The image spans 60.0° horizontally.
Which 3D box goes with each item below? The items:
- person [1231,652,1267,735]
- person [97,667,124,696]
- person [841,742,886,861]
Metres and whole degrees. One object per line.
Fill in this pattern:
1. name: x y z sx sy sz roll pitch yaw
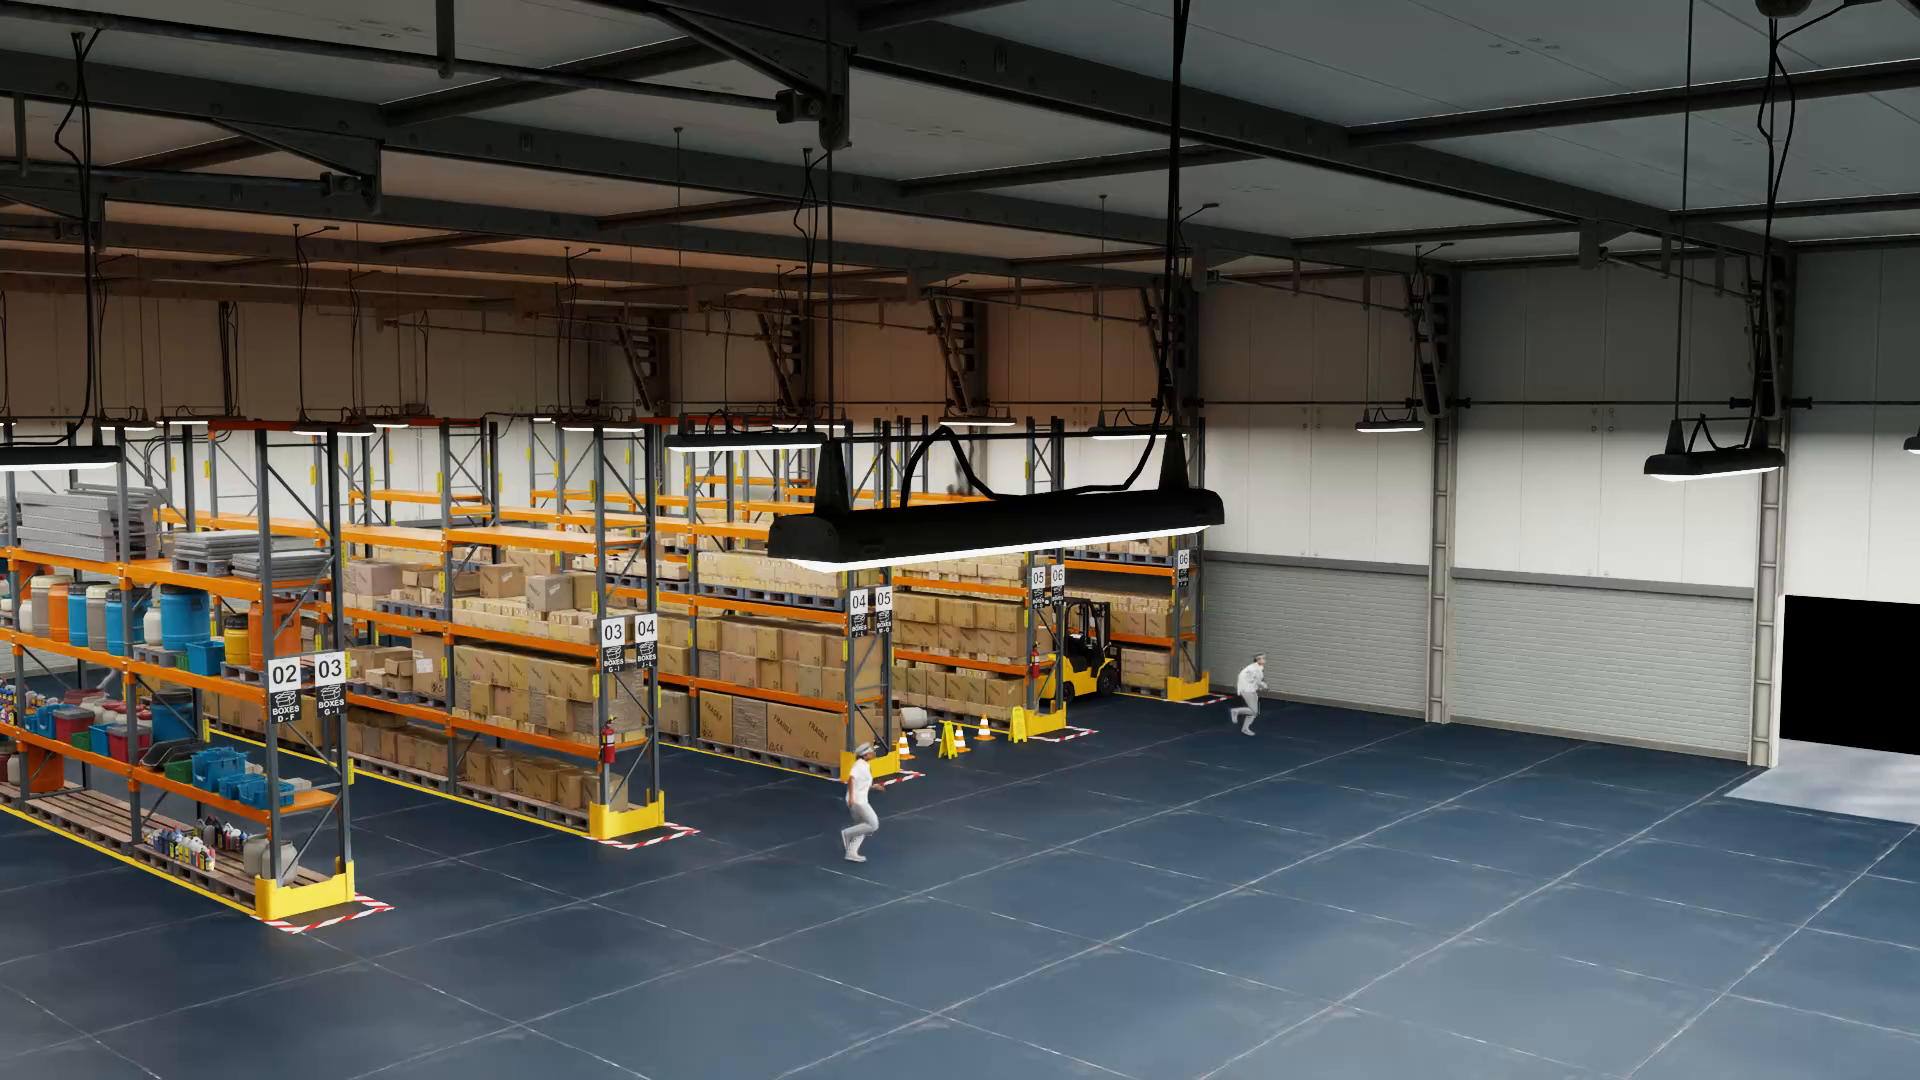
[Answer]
1. person: 5.519 2.912 31.745 0.691 1.616 0.608 3 5 28
2. person: -18.021 2.584 35.500 0.794 1.616 0.542 -3 6 -31
3. person: -1.330 3.614 22.948 0.625 1.648 0.617 -1 5 -6
